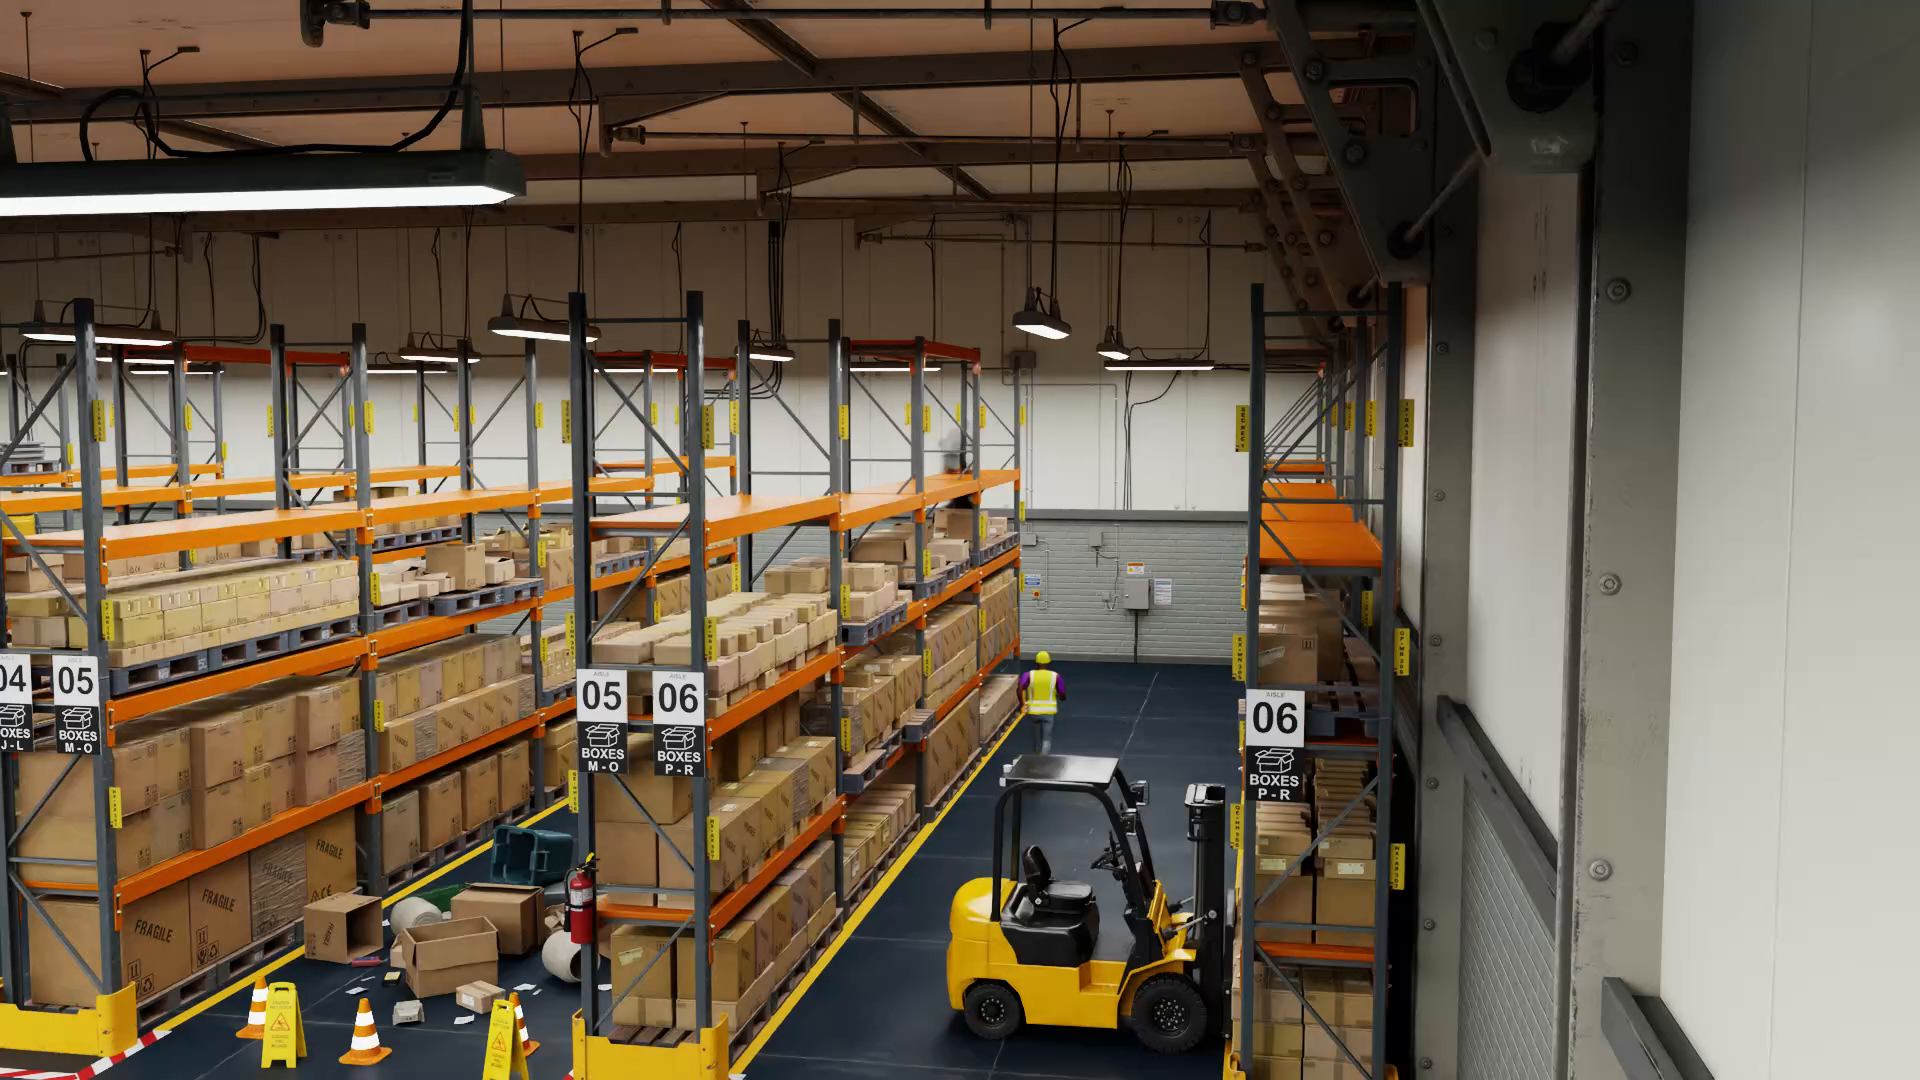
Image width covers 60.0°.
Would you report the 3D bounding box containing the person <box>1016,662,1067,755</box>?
[{"bbox_3d":[1.135,2.426,22.935,0.663,1.686,0.980,1,5,11],"label":"person"}]
